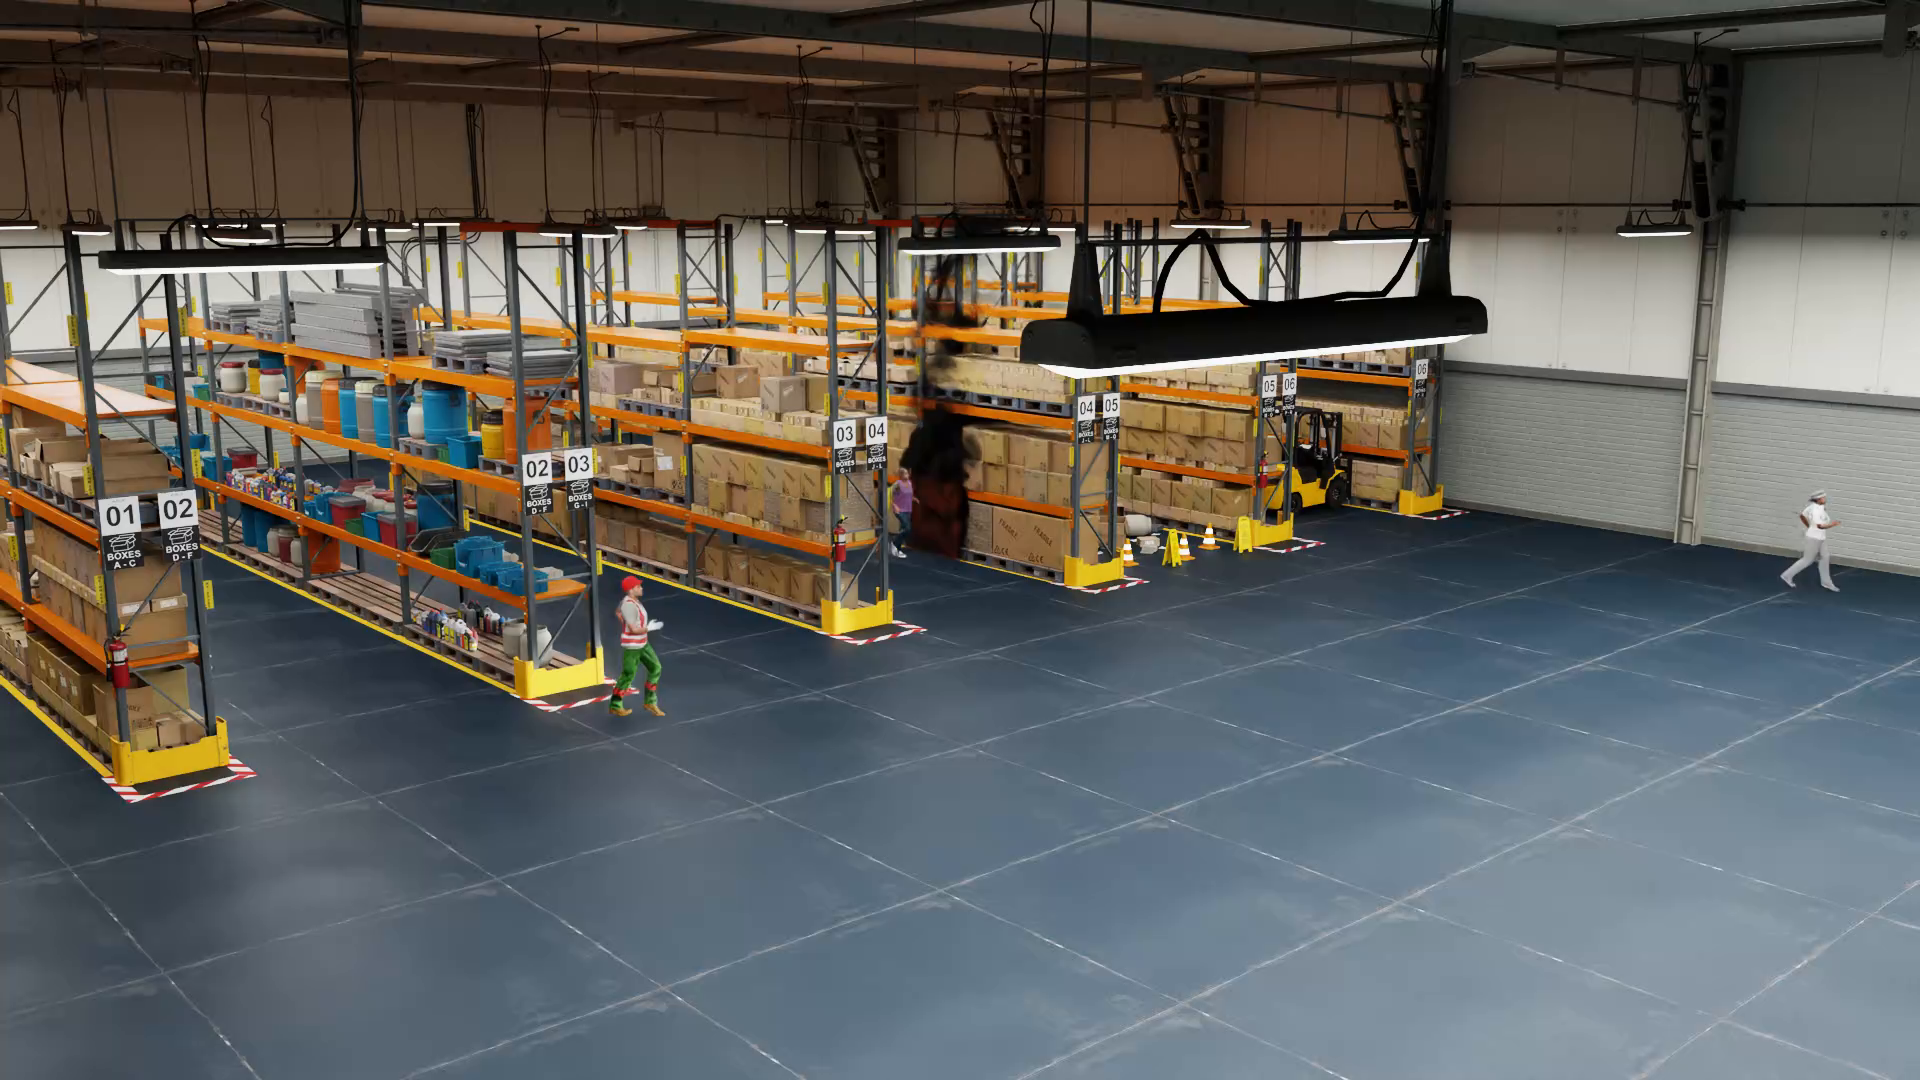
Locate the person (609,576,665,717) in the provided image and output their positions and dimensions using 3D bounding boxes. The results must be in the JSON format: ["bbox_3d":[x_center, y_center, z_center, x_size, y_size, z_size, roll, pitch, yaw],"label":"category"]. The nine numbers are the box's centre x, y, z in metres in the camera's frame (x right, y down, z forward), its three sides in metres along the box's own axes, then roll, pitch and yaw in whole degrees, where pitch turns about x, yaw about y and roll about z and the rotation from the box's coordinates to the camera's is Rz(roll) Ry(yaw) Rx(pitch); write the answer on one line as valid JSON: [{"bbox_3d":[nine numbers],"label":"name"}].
[{"bbox_3d":[-4.028,1.340,20.678,0.724,1.829,0.669,0,11,2],"label":"person"}]

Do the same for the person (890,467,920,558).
[{"bbox_3d":[-0.946,-0.471,28.777,0.530,1.582,0.521,9,14,36],"label":"person"}]

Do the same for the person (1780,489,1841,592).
[{"bbox_3d":[14.147,-0.009,27.530,0.910,1.709,0.566,6,13,26],"label":"person"}]
